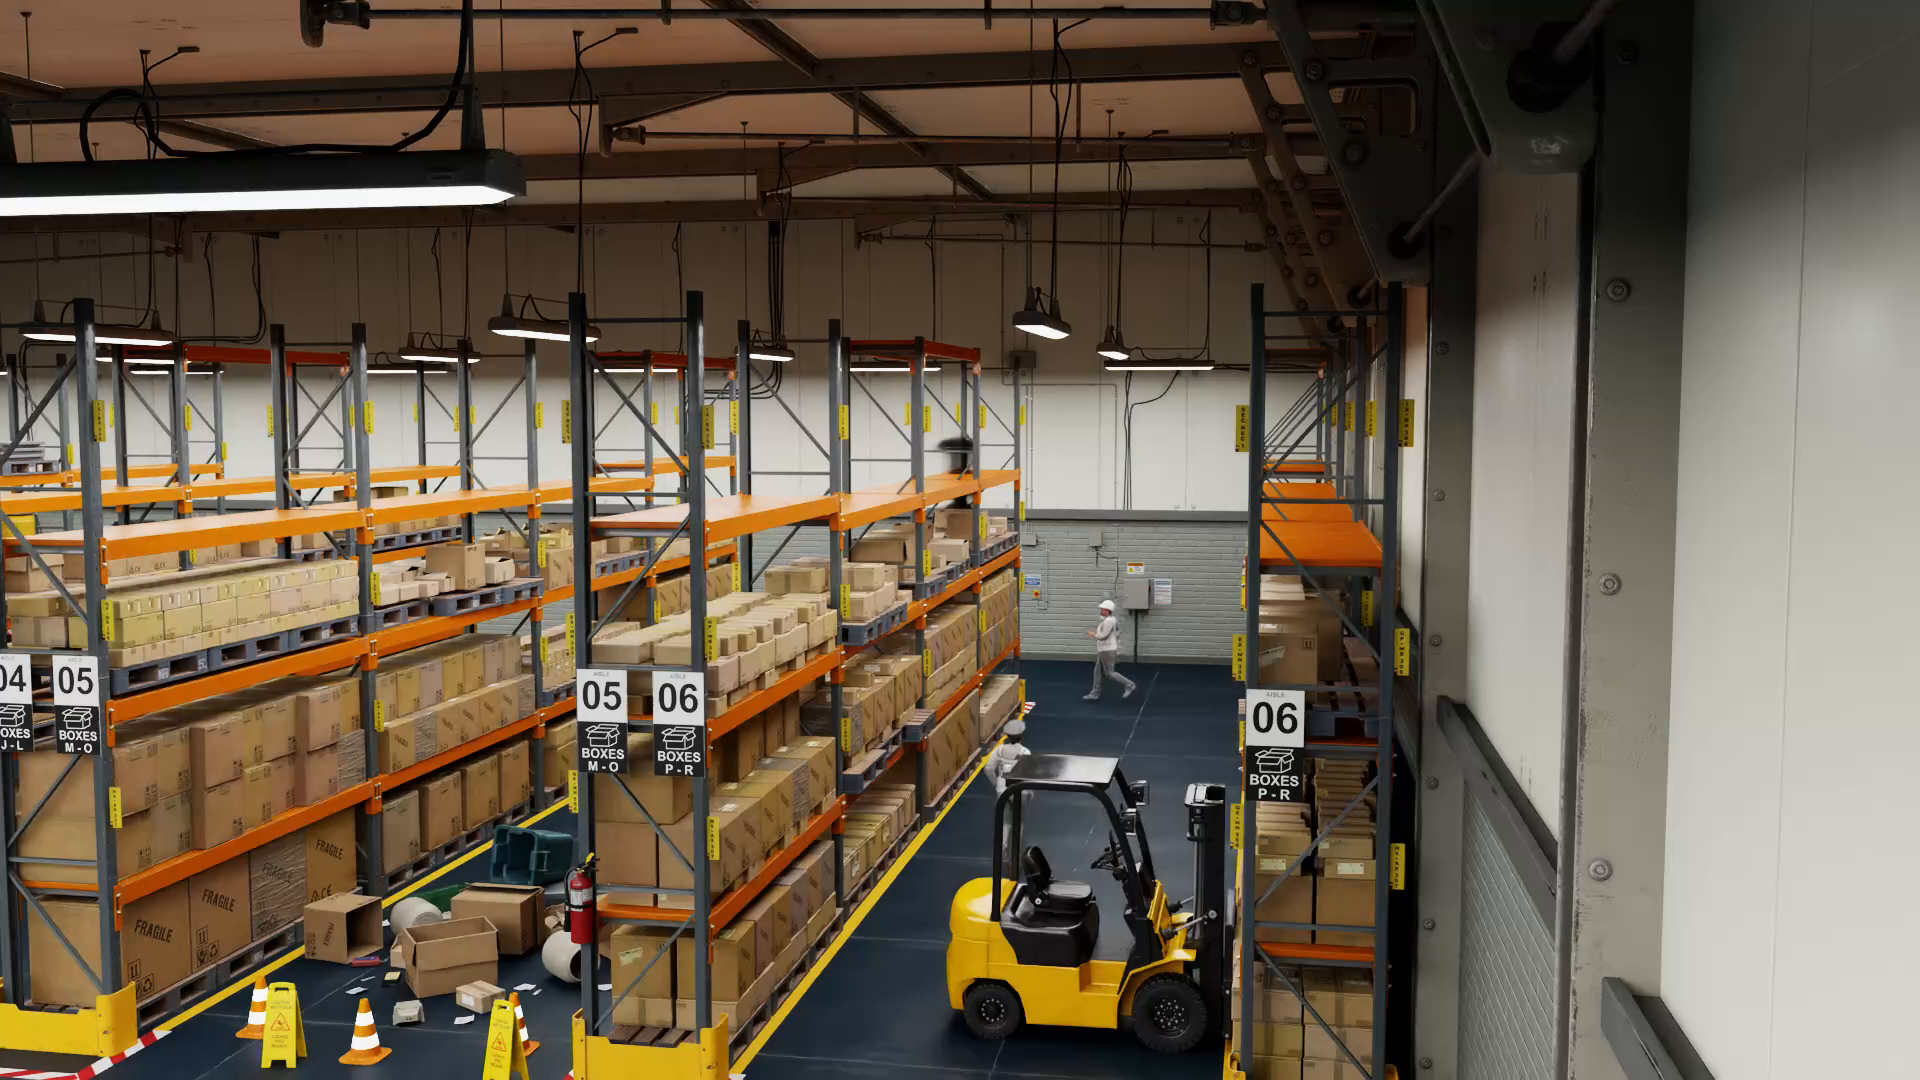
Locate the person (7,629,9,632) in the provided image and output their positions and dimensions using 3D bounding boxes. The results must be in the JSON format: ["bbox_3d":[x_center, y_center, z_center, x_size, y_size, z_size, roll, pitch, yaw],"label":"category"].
[{"bbox_3d":[-16.428,2.064,28.546,0.699,1.647,0.903,-2,5,-19],"label":"person"}]

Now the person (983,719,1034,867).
[{"bbox_3d":[0.543,2.861,18.439,0.626,1.701,0.688,2,5,18],"label":"person"}]

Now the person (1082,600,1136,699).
[{"bbox_3d":[2.604,1.926,29.013,0.945,1.755,0.664,1,5,9],"label":"person"}]
